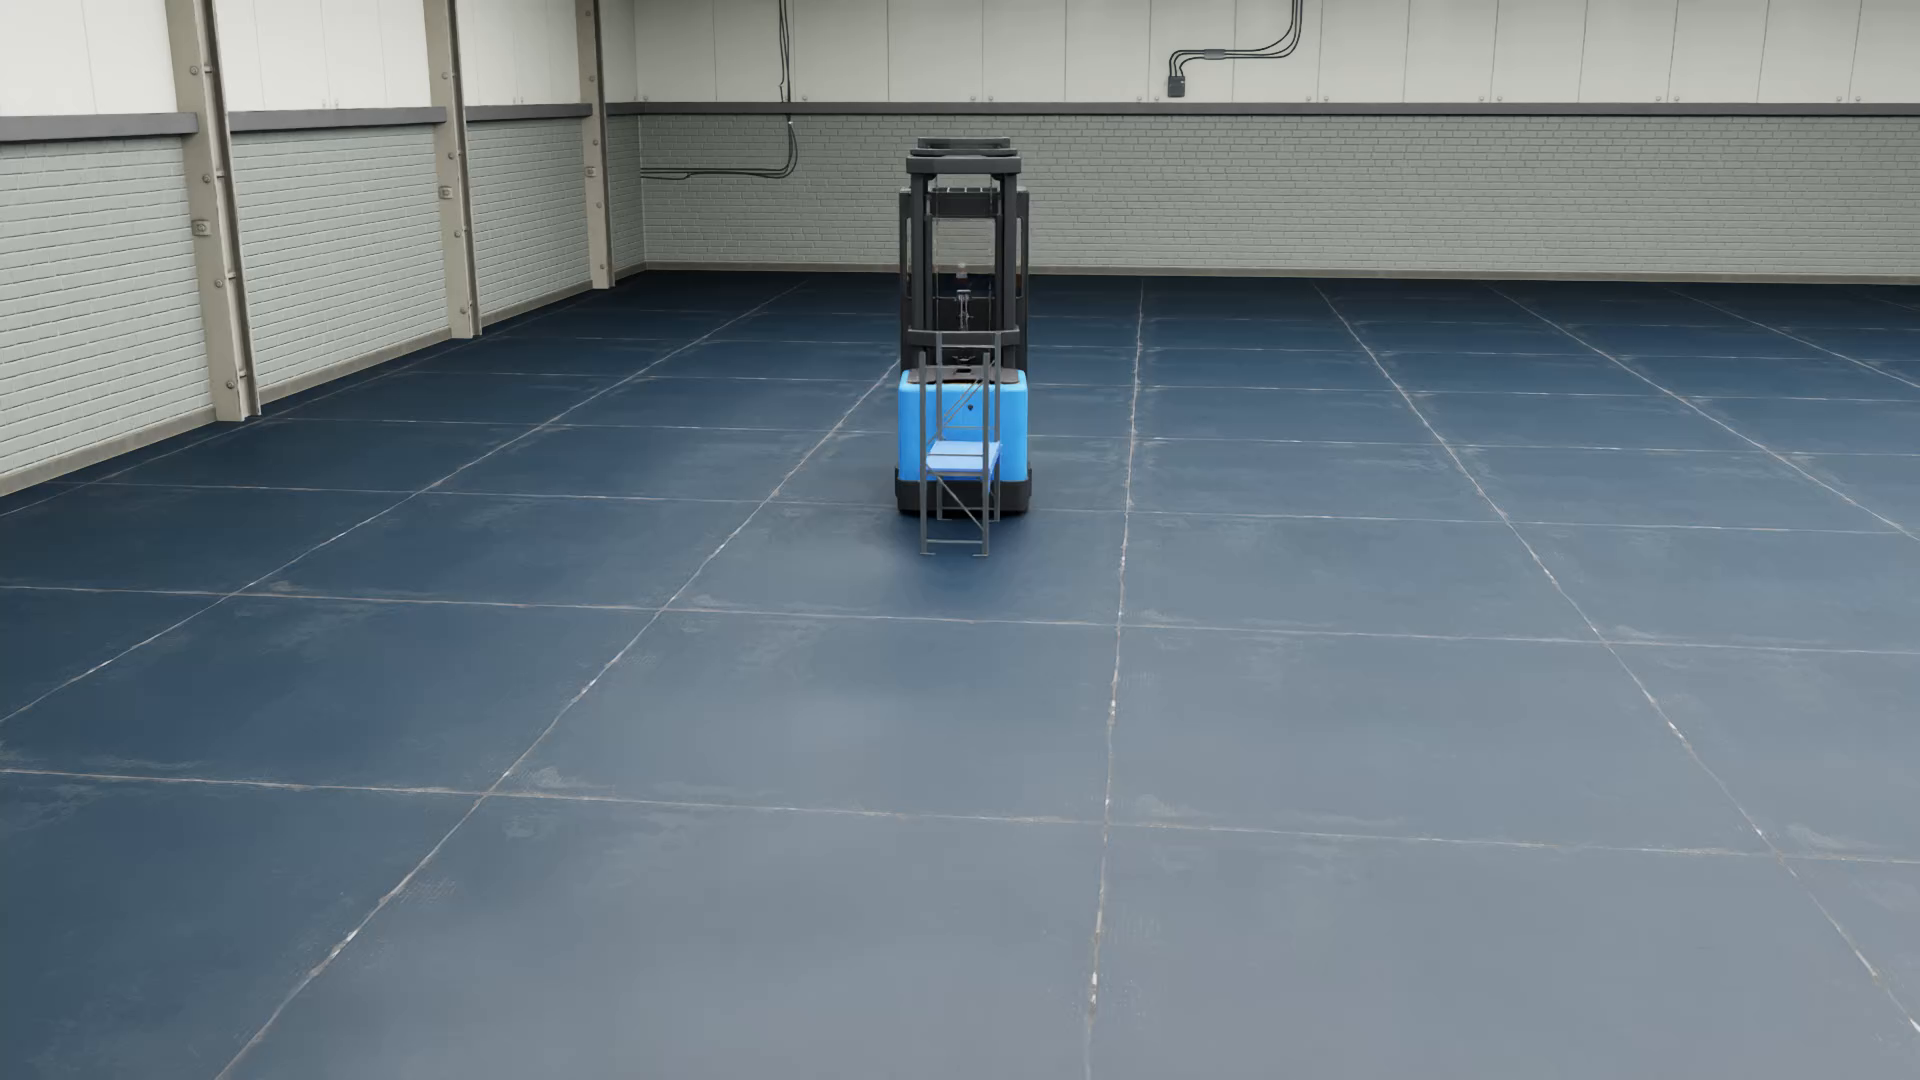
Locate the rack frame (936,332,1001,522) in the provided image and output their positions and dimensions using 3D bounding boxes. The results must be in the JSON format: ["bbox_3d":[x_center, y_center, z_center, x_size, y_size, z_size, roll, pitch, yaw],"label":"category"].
[{"bbox_3d":[0.064,-0.874,13.022,0.500,1.500,0.032,2,15,6],"label":"rack frame"}]

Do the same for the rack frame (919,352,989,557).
[{"bbox_3d":[-0.041,-0.610,12.046,0.500,1.500,0.032,2,15,6],"label":"rack frame"}]

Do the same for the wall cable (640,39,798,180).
[{"bbox_3d":[-4.560,-7.966,30.831,3.097,2.526,0.112,2,15,6],"label":"wall cable"}]

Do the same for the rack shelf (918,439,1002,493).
[{"bbox_3d":[0.012,-0.569,12.581,0.538,0.185,1.000,2,15,6],"label":"rack shelf"}]

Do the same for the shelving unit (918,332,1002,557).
[{"bbox_3d":[0.012,-0.742,12.534,0.538,1.500,1.048,2,15,6],"label":"shelving unit"}]

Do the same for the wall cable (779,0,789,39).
[{"bbox_3d":[-1.872,-10.324,29.877,3.097,2.526,0.112,2,15,6],"label":"wall cable"}]

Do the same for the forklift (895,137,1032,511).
[{"bbox_3d":[0.036,-1.975,14.352,1.130,2.935,3.031,0,15,0],"label":"forklift"}]

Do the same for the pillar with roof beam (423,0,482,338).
[{"bbox_3d":[-2.605,-7.057,21.520,9.100,9.000,0.400,2,15,6],"label":"pillar with roof beam"}]

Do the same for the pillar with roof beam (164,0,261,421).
[{"bbox_3d":[-3.282,-5.501,15.765,9.100,9.000,0.400,2,15,6],"label":"pillar with roof beam"}]

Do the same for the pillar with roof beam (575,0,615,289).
[{"bbox_3d":[-1.928,-8.613,27.275,9.100,9.000,0.400,2,15,6],"label":"pillar with roof beam"}]

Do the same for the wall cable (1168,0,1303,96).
[{"bbox_3d":[4.871,-10.823,28.932,2.305,6.003,0.169,2,15,6],"label":"wall cable"}]
